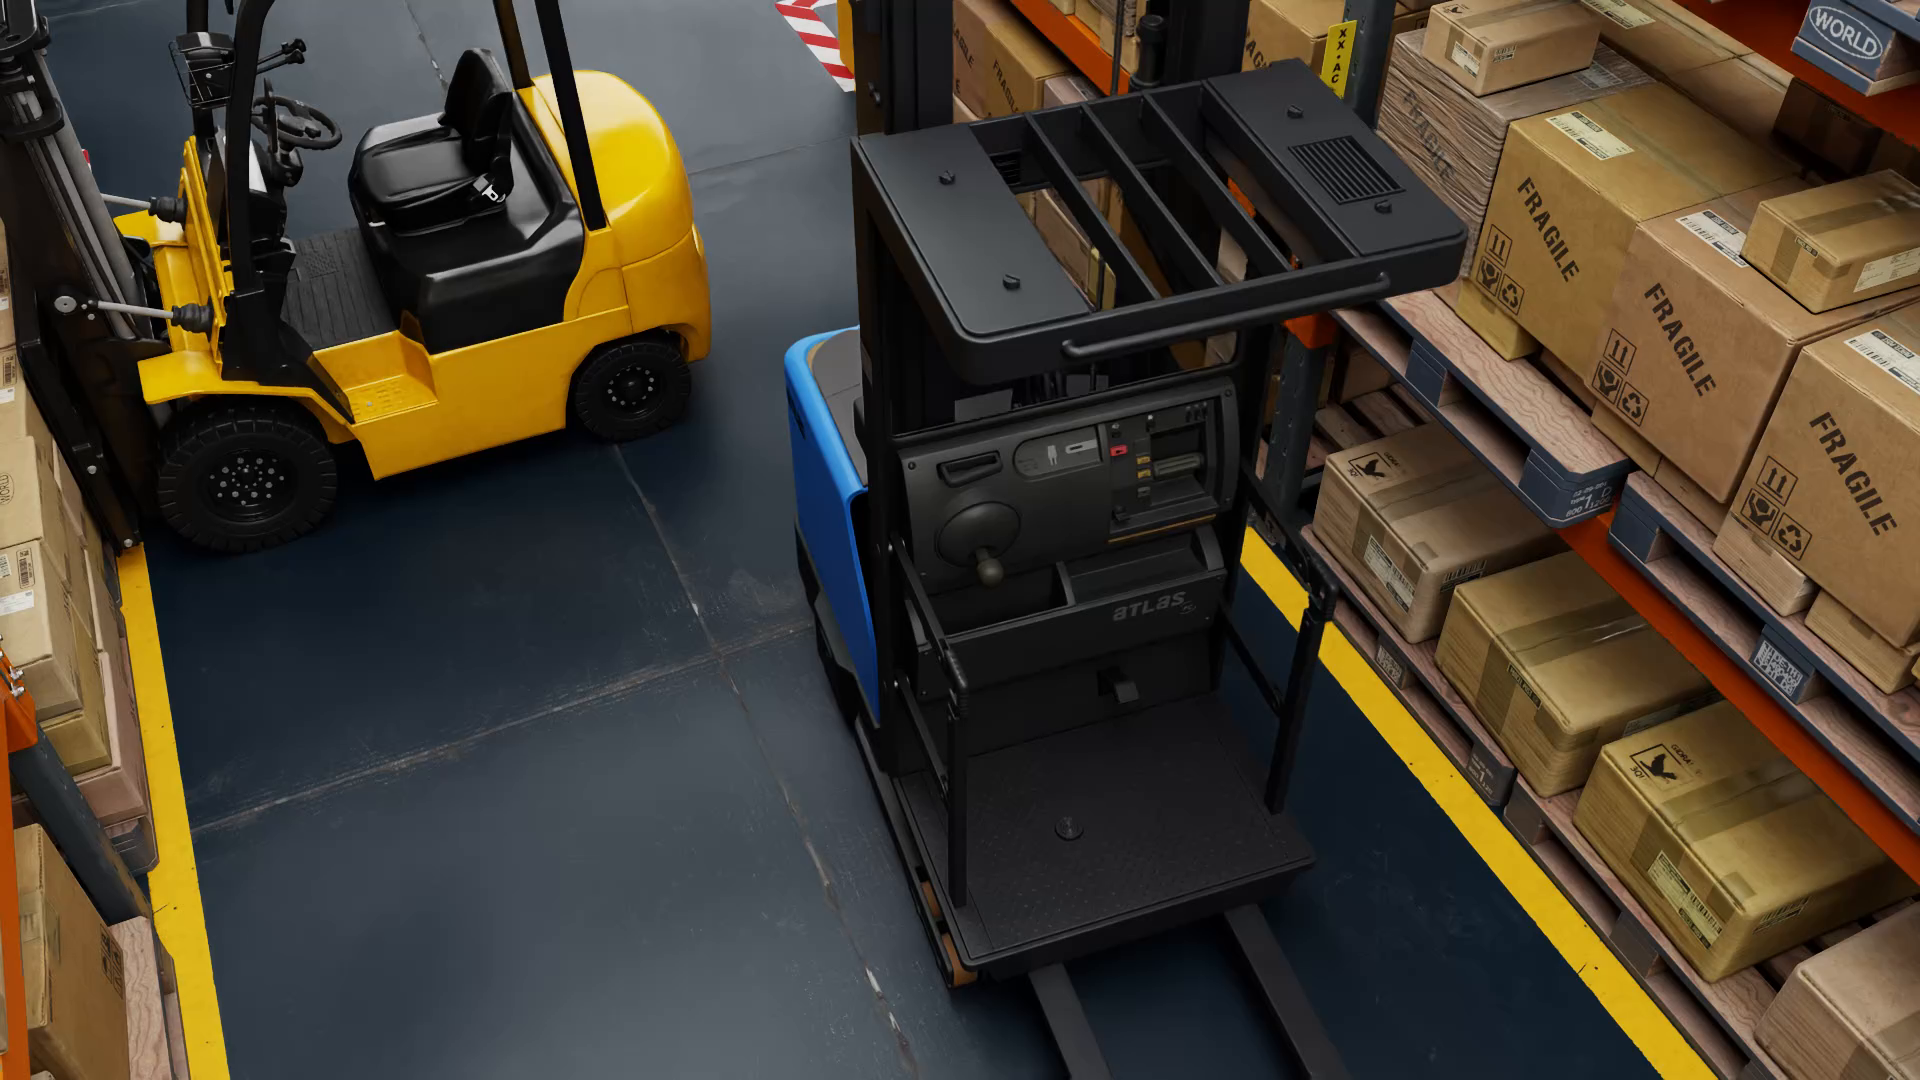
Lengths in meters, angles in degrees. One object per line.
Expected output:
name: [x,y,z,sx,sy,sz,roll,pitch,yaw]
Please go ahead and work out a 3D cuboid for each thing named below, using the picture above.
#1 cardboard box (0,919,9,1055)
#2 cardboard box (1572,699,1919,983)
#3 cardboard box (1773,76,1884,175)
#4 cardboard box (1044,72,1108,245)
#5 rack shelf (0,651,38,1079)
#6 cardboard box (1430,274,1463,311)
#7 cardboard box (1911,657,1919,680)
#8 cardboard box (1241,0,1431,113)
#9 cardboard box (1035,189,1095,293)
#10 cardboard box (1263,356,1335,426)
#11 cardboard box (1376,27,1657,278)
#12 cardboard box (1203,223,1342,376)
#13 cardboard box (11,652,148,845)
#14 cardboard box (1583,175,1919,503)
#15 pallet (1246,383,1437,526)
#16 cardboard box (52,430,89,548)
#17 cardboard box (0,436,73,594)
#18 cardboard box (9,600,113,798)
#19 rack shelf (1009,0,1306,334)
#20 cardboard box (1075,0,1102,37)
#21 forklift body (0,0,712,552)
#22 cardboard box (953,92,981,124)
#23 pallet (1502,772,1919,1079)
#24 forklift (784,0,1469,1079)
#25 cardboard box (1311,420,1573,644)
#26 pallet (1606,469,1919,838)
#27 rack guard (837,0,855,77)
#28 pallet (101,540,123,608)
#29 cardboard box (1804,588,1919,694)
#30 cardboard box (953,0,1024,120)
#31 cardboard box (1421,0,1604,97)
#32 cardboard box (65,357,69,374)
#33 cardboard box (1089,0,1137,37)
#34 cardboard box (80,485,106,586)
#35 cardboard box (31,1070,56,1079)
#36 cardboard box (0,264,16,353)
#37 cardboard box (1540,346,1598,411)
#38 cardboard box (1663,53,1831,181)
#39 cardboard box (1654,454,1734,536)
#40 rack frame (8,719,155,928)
cardboard box: [-2.245,0.861,3.348,0.500,0.250,0.500,-18,47,-18]
cardboard box: [2.413,0.796,4.880,0.950,0.372,0.625,-17,47,-16]
cardboard box: [2.292,-1.082,4.167,0.380,0.149,0.250,-19,48,-19]
cardboard box: [0.668,-1.607,6.868,0.500,0.500,0.500,-16,47,-15]
rack shelf: [-2.070,1.776,2.827,1.077,0.370,4.000,-18,47,-17]
cardboard box: [1.537,-0.838,4.843,0.380,0.149,0.250,-17,47,-17]
cardboard box: [2.389,0.180,3.350,0.500,0.500,0.500,-21,48,-20]
cardboard box: [1.179,-1.574,5.427,0.500,0.500,0.500,-19,48,-18]
cardboard box: [0.656,-1.353,7.144,0.500,0.250,0.500,-17,47,-17]
cardboard box: [1.099,-0.691,6.474,0.500,0.250,0.500,-16,47,-16]
cardboard box: [1.528,-1.131,4.678,0.500,0.500,0.500,-17,47,-16]
cardboard box: [1.099,-0.959,6.211,0.500,0.500,0.500,-19,48,-18]
cardboard box: [-2.814,0.668,5.096,0.500,0.250,0.500,-18,47,-17]
cardboard box: [1.935,-0.493,4.032,0.500,0.500,0.500,-18,47,-18]
pallet: [1.277,-0.648,6.757,1.003,0.211,1.213,-18,47,-17]
cardboard box: [-3.249,-0.147,5.566,0.500,0.250,0.500,-18,48,-18]
cardboard box: [-3.035,-0.011,5.073,0.500,0.250,0.500,-18,47,-17]
cardboard box: [-2.834,0.497,4.913,0.500,0.250,0.500,-18,47,-18]
rack shelf: [0.750,-2.242,6.898,1.077,0.370,4.000,-18,47,-17]
cardboard box: [0.669,-2.067,6.388,0.380,0.149,0.250,-19,48,-18]
forklift body: [-2.140,-1.332,6.069,2.313,2.155,1.214,-18,47,-17]
cardboard box: [0.205,-2.020,7.820,0.500,0.250,0.500,-16,47,-16]
pallet: [2.437,1.044,5.042,1.003,0.211,1.213,-18,47,-17]
forklift: [0.373,-0.057,4.221,1.130,2.935,3.031,-14,46,-13]
cardboard box: [1.814,-0.104,5.791,0.950,0.372,0.625,-17,47,-17]
pallet: [2.404,0.145,4.104,1.003,0.211,1.213,-18,47,-17]
rack guard: [-0.059,-2.834,8.766,1.175,0.500,0.348,-18,47,-17]
pallet: [-3.724,-0.060,6.160,1.003,0.211,1.213,-18,47,-17]
cardboard box: [2.198,0.162,3.830,0.380,0.149,0.250,-19,48,-19]
cardboard box: [0.232,-2.267,7.537,0.500,0.500,0.500,-20,48,-19]
cardboard box: [1.468,-1.341,4.429,0.380,0.149,0.250,-18,47,-18]
cardboard box: [-3.667,-0.789,6.217,0.500,0.250,0.500,-19,48,-18]
cardboard box: [0.734,-2.230,6.091,0.500,0.500,0.500,-17,47,-16]
cardboard box: [-3.271,0.026,5.746,0.500,0.250,0.500,-17,47,-17]
cardboard box: [-2.362,1.767,3.715,0.875,0.625,0.625,-18,48,-18]
cardboard box: [-3.469,-0.662,5.732,0.500,0.250,0.500,-19,48,-18]
cardboard box: [1.823,-0.518,4.519,0.380,0.149,0.250,-15,47,-15]
cardboard box: [2.203,-0.972,4.517,0.500,0.500,0.500,-18,47,-17]
cardboard box: [1.995,-0.184,4.180,0.380,0.149,0.250,-18,47,-17]
rack frame: [-2.911,0.245,3.866,1.000,3.000,0.127,-18,47,-17]
